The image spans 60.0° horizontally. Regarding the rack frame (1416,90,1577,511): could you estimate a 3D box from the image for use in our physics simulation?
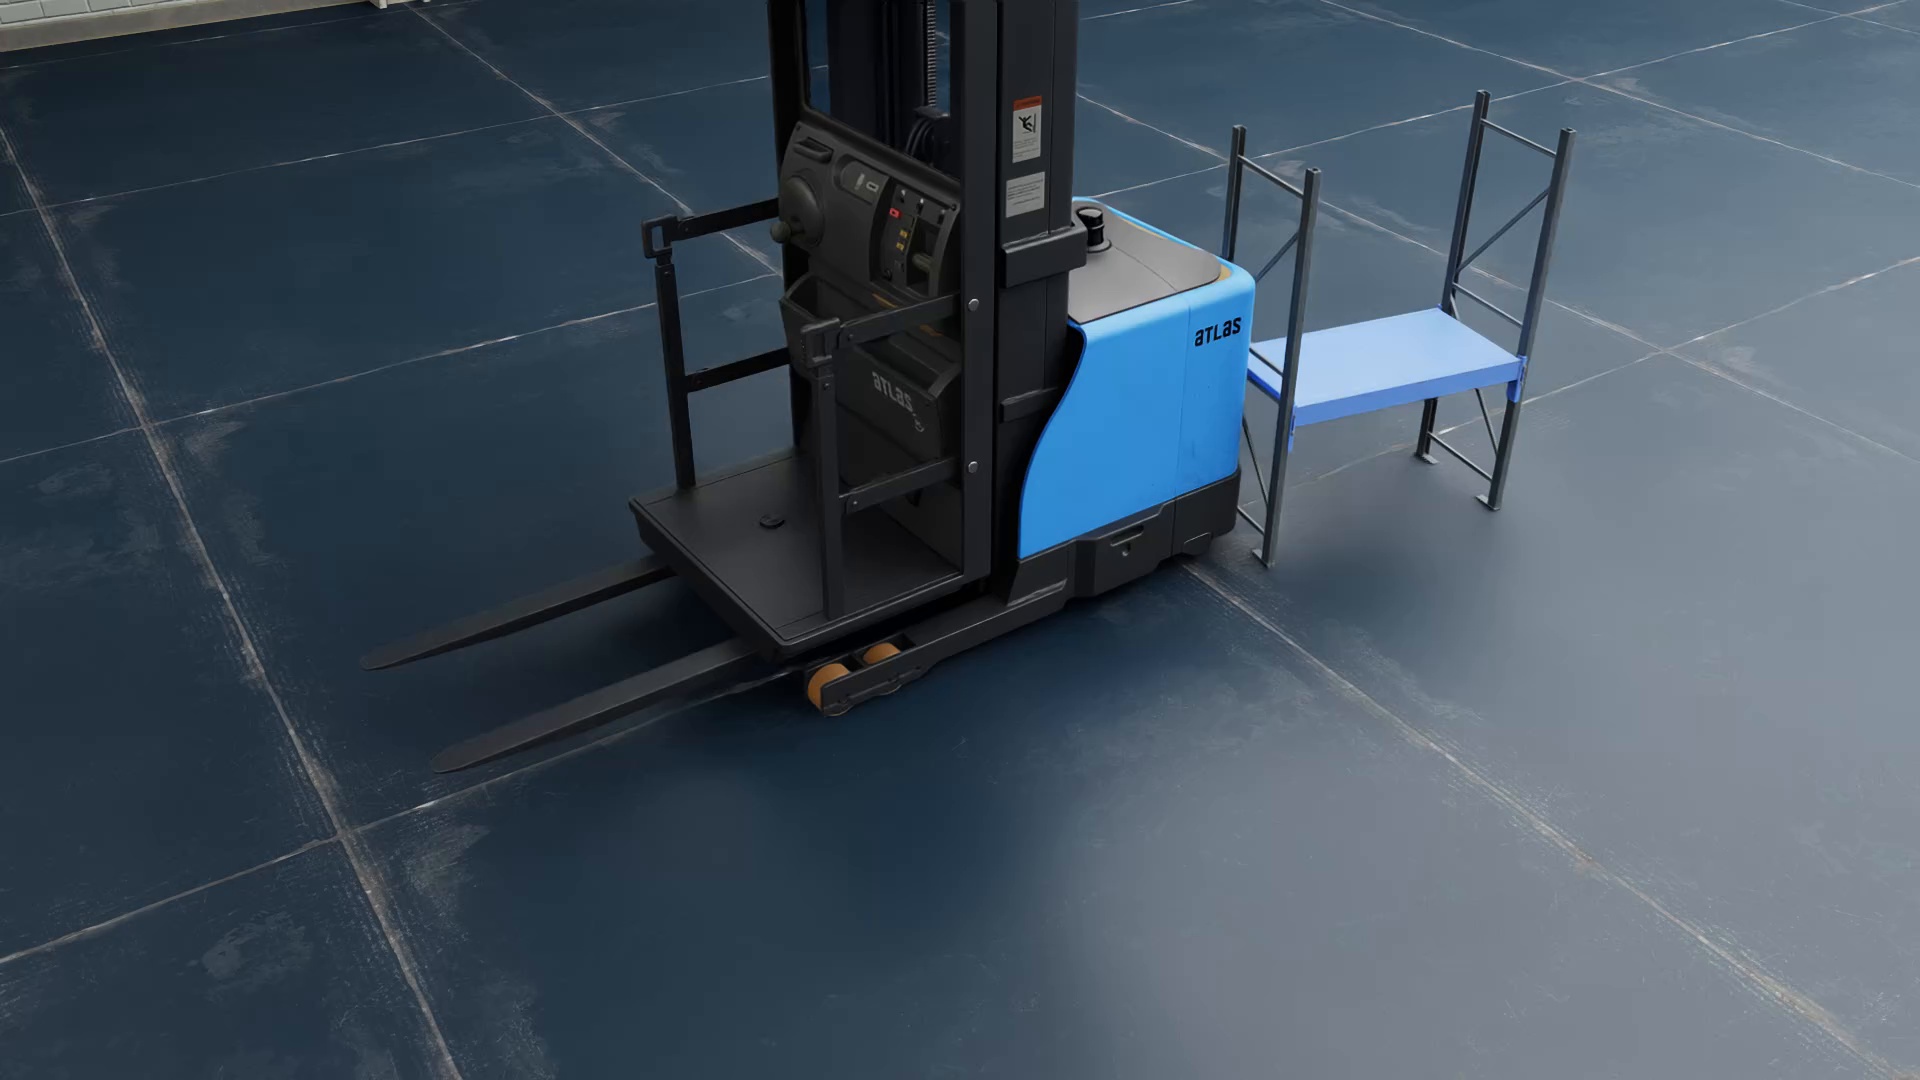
[{"bbox_3d":[1.980,-0.871,6.226,0.032,1.500,0.500,-13,34,-19],"label":"rack frame"}]

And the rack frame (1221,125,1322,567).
[{"bbox_3d":[1.043,-0.661,5.892,0.032,1.500,0.500,-13,34,-19],"label":"rack frame"}]

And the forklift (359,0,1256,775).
[{"bbox_3d":[-0.465,-0.995,5.079,3.031,2.935,1.130,-21,38,-29],"label":"forklift"}]

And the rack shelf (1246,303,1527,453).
[{"bbox_3d":[1.512,-0.614,6.155,1.000,0.185,0.538,-13,34,-19],"label":"rack shelf"}]

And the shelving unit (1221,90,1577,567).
[{"bbox_3d":[1.512,-0.766,6.059,1.048,1.500,0.538,-13,34,-19],"label":"shelving unit"}]

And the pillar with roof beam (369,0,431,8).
[{"bbox_3d":[-2.006,-6.052,7.410,0.400,9.000,9.100,-19,37,-27],"label":"pillar with roof beam"}]
